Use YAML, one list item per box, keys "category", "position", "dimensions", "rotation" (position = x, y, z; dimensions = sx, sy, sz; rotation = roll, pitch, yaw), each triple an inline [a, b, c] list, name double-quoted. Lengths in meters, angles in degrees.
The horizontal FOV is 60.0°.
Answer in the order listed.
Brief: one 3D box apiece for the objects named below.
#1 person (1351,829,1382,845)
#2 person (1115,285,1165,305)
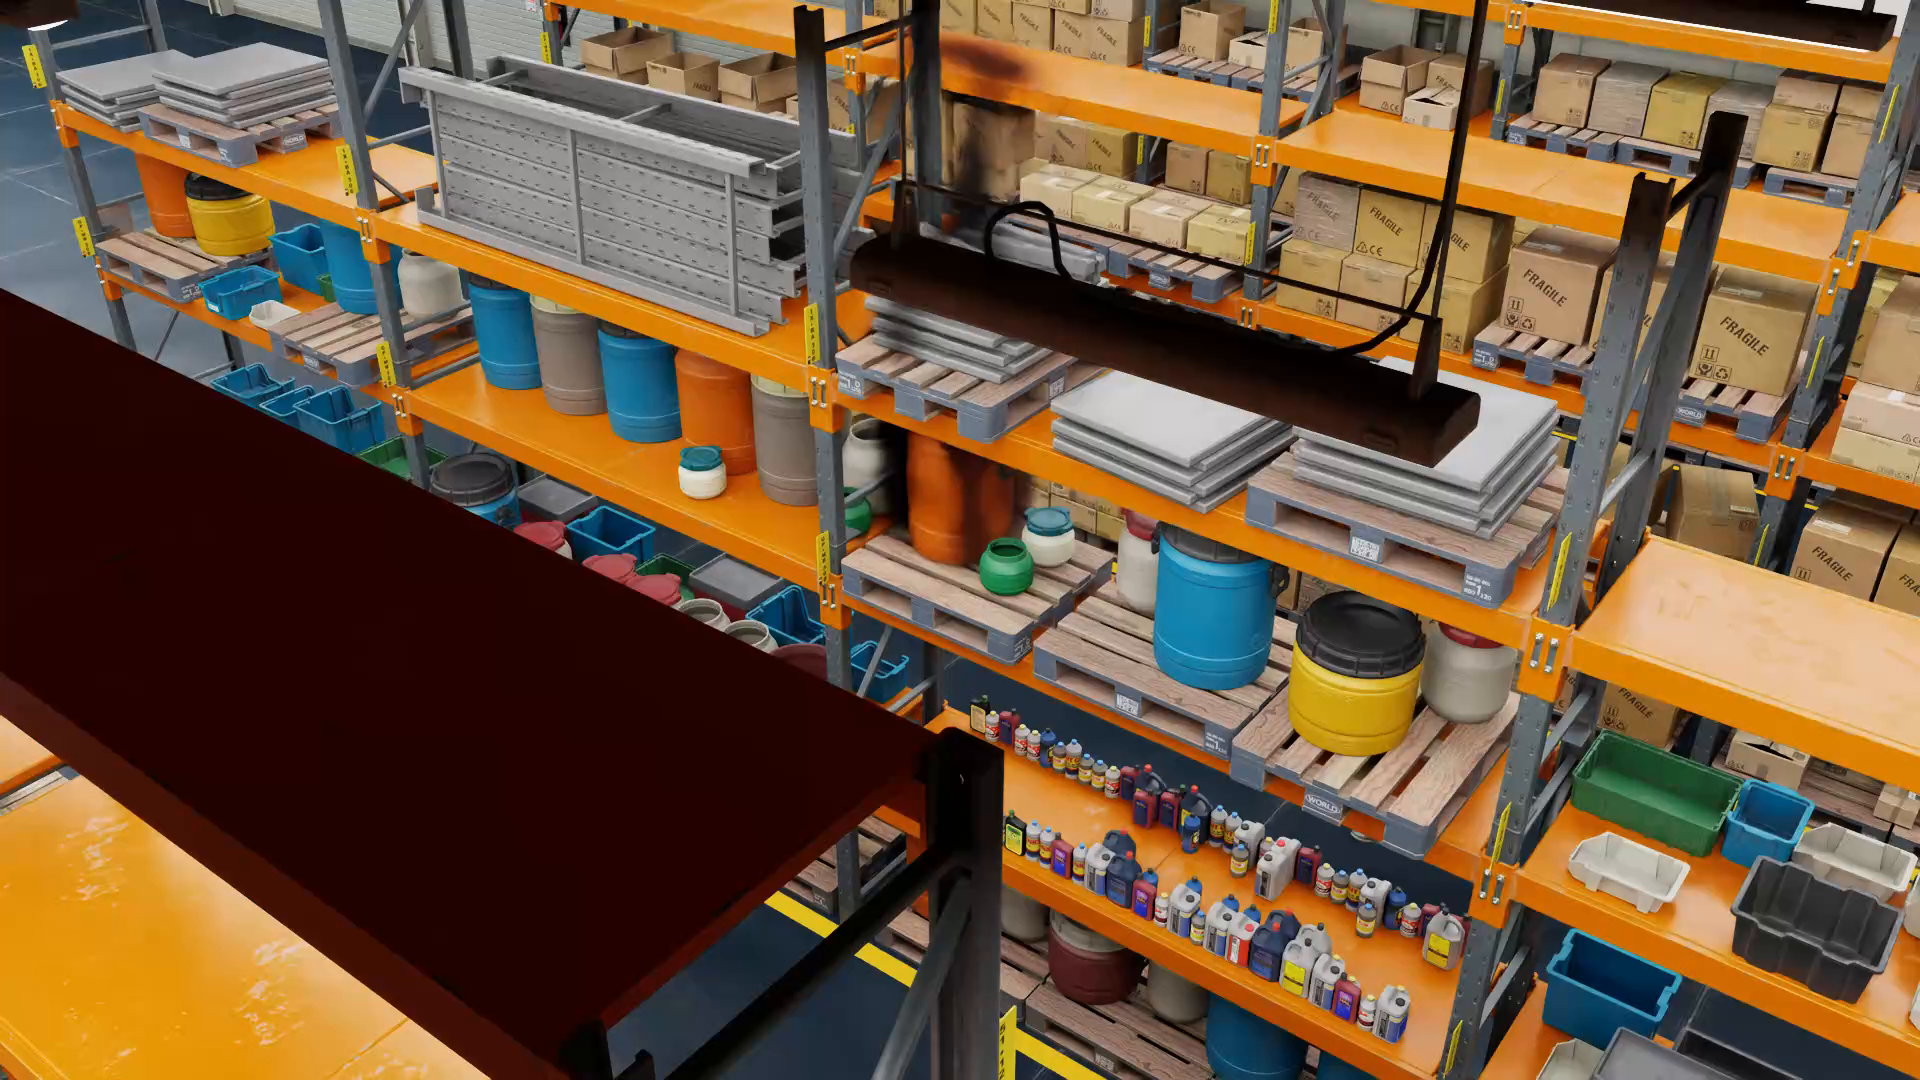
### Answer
- category: "person"
  position: [2.742, 1.320, 11.063]
  dimensions: [0.654, 1.604, 0.604]
  rotation: [22, 38, 32]
- category: "person"
  position: [1.945, -2.039, 17.212]
  dimensions: [0.867, 1.435, 0.568]
  rotation: [11, 33, 17]
